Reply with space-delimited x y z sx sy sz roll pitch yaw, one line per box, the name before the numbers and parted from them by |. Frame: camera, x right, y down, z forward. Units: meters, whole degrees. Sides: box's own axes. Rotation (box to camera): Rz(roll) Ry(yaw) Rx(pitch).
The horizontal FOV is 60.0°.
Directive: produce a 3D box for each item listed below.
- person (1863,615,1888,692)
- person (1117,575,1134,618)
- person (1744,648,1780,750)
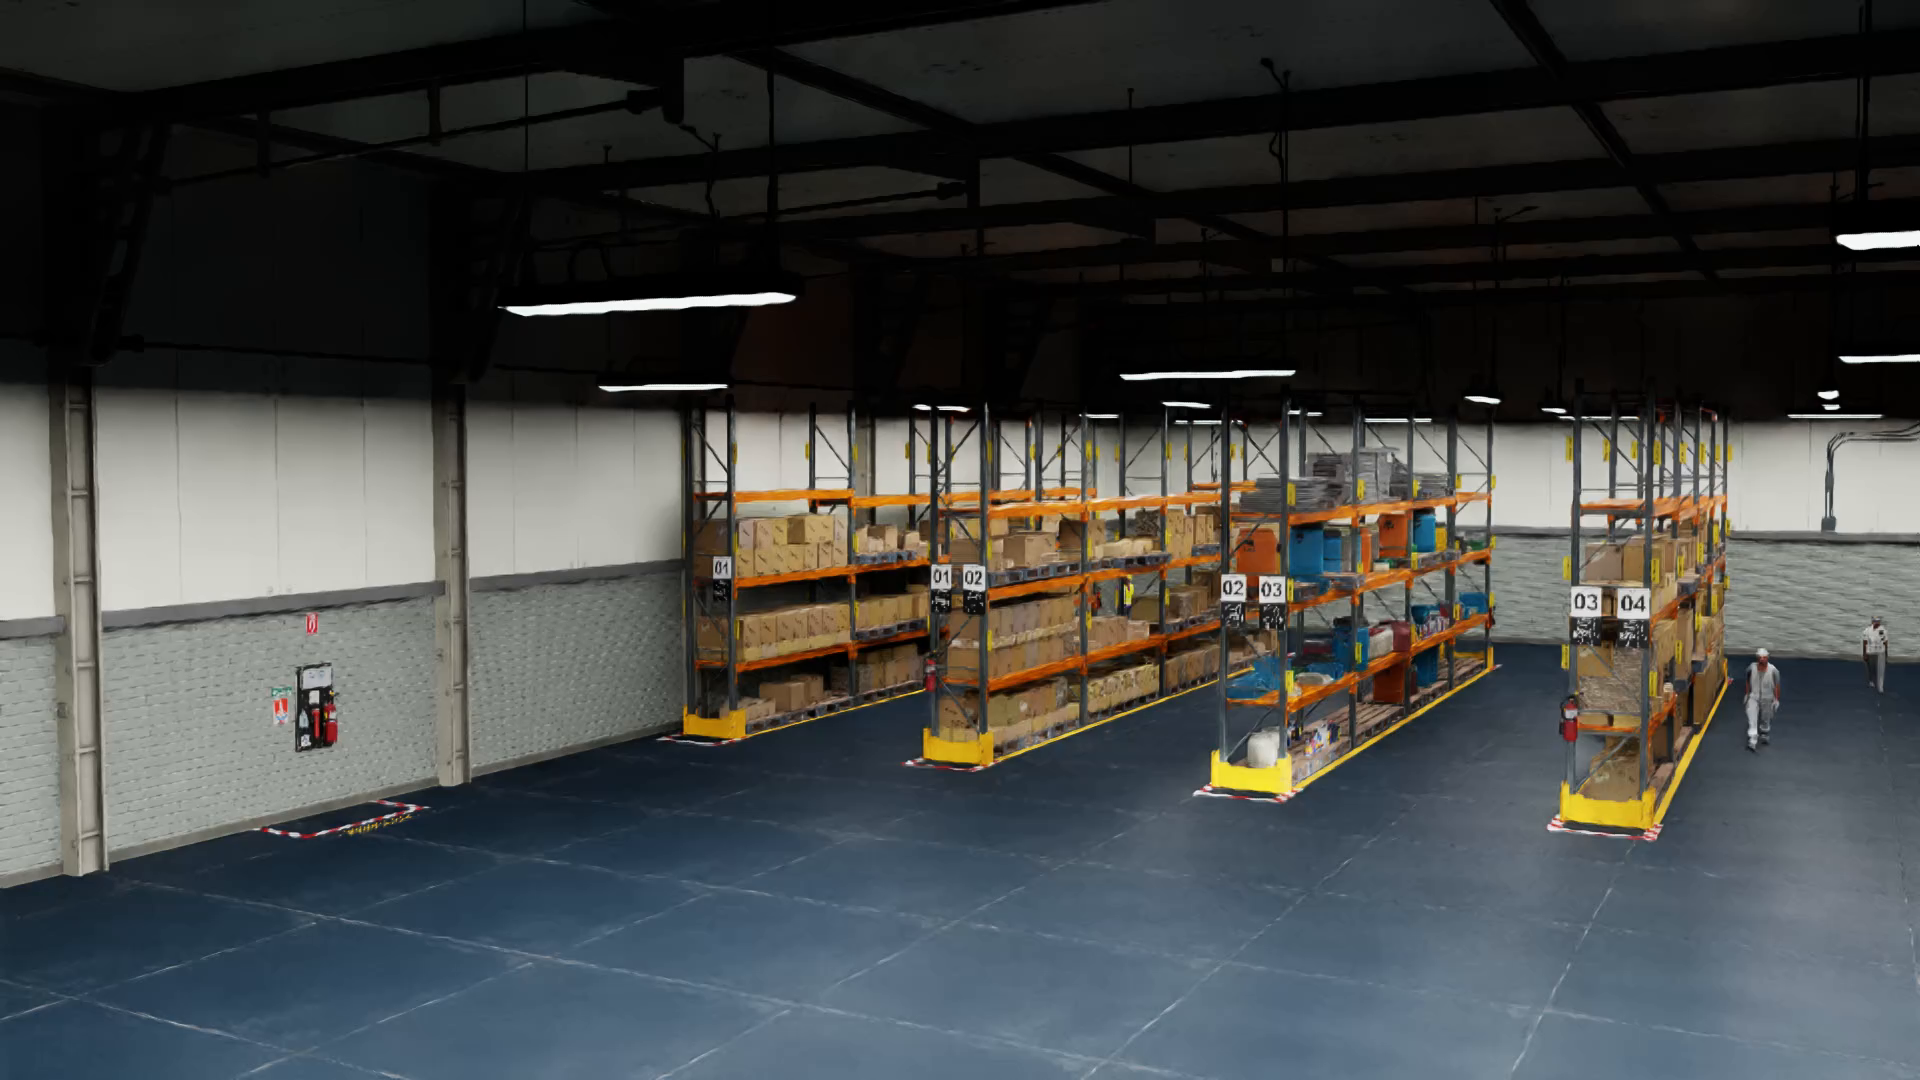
person | 19.203 2.349 34.893 0.457 1.586 1.074 2 4 32
person | 4.396 1.767 44.907 0.714 1.757 0.473 -1 3 -23
person | 13.501 2.658 28.000 0.549 1.709 1.124 1 3 26
